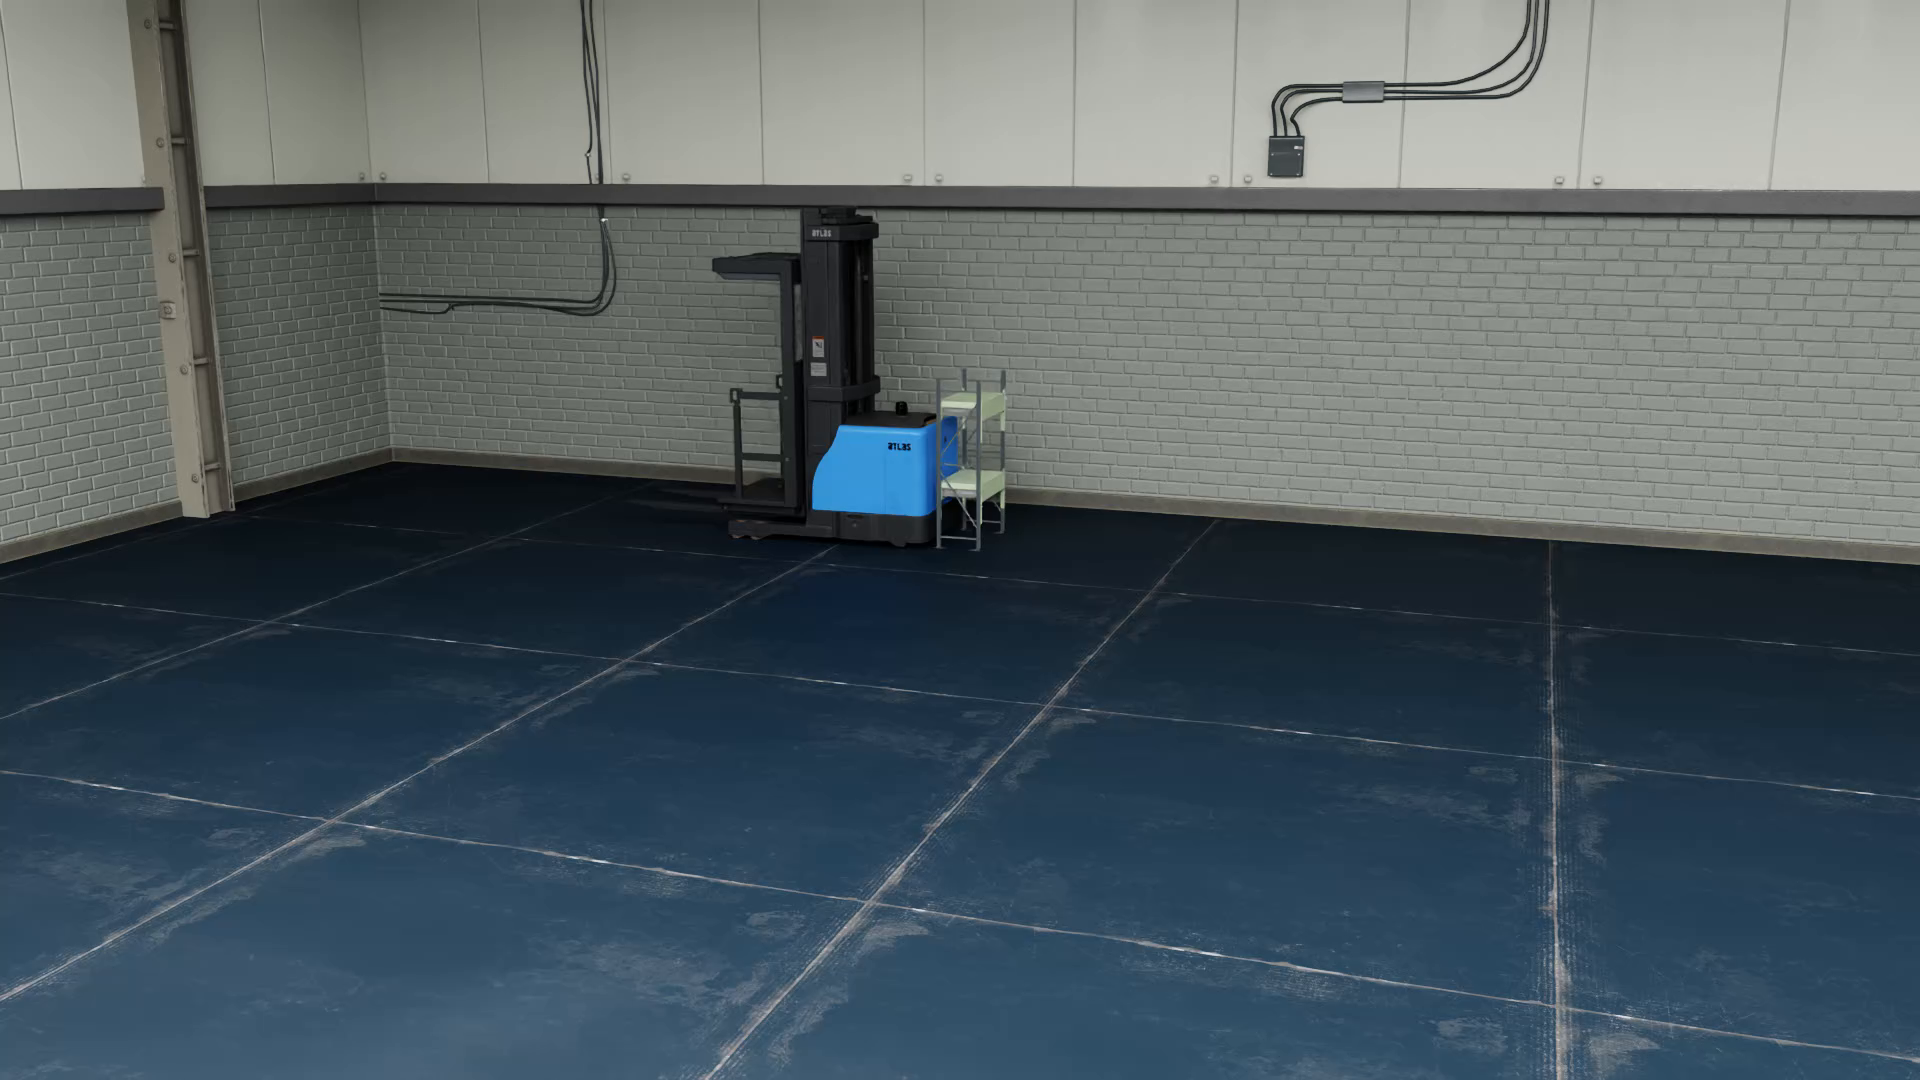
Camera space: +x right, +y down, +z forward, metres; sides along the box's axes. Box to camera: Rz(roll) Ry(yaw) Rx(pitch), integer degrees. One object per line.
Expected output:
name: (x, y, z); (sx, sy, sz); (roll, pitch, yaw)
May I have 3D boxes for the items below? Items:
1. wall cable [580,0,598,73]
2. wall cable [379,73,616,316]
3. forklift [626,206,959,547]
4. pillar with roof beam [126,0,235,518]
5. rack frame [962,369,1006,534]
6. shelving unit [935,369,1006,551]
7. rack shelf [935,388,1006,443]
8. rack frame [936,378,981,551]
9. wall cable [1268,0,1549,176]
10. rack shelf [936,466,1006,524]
wall cable: (-2.532, -5.929, 16.370); (3.097, 2.526, 0.112); (4, 14, 18)
wall cable: (-5.092, -3.661, 17.785); (3.097, 2.526, 0.112); (4, 14, 18)
forklift: (-1.583, -1.537, 15.137); (3.031, 2.935, 1.130); (4, 14, 18)
pillar with roof beam: (-3.223, -4.340, 13.781); (9.100, 9.000, 0.400); (4, 14, 18)
rack frame: (0.216, -0.803, 15.137); (0.400, 1.500, 0.023); (4, 14, 18)
shelving unit: (0.102, -0.726, 14.797); (0.431, 1.500, 0.755); (4, 14, 18)
rack shelf: (0.102, -1.106, 14.711); (0.431, 0.370, 0.720); (4, 14, 18)
rack frame: (-0.012, -0.648, 14.458); (0.400, 1.500, 0.023); (4, 14, 18)
wall cable: (3.886, -6.146, 14.052); (2.305, 6.003, 0.169); (4, 14, 18)
rack shelf: (0.102, -0.408, 14.870); (0.431, 0.370, 0.720); (4, 14, 18)
